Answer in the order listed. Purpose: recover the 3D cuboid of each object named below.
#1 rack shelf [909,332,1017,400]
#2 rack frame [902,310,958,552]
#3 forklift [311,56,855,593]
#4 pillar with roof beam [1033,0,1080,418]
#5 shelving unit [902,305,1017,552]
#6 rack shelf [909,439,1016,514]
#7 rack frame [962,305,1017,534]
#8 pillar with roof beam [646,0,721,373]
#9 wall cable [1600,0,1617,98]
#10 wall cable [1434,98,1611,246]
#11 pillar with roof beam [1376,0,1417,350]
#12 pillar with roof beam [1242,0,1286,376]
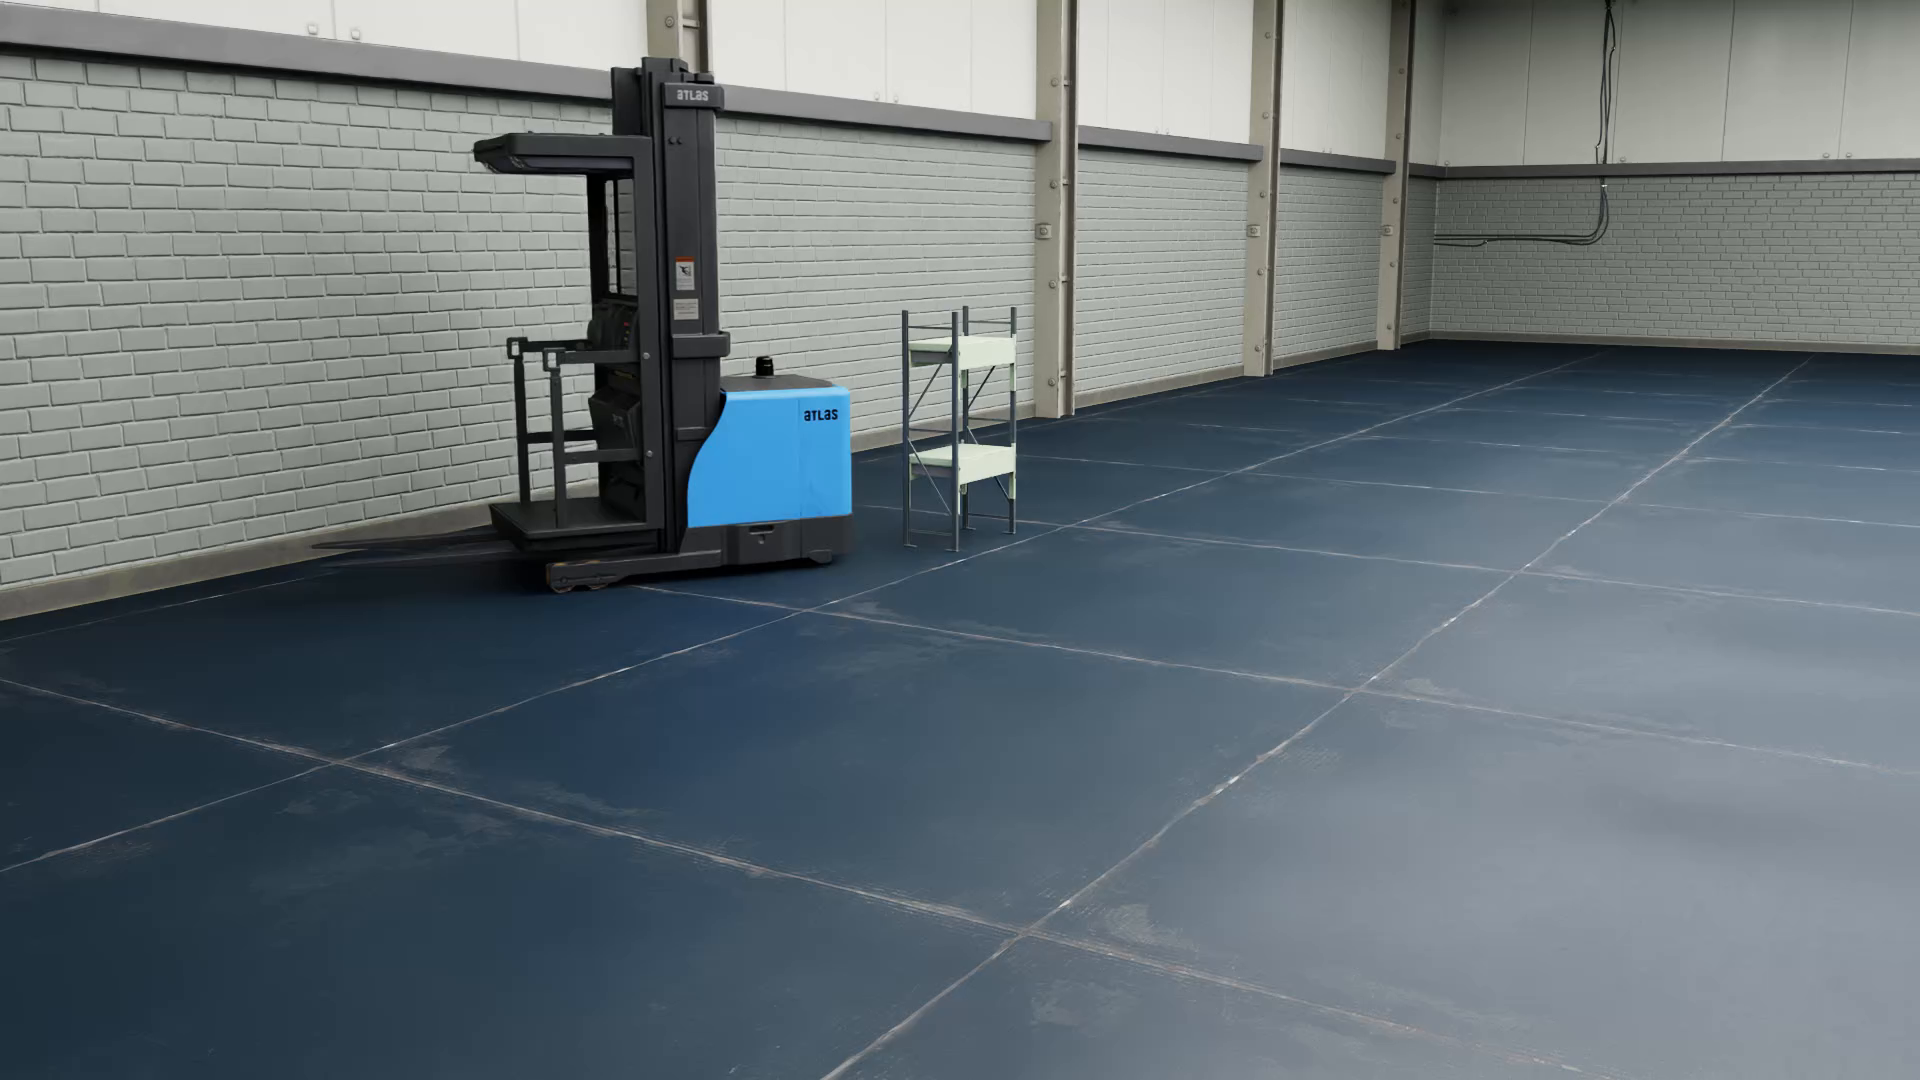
[{"bbox_3d":[0.003,-1.122,10.664,0.431,0.370,0.720,6,12,31],"label":"rack shelf"},{"bbox_3d":[-0.187,-0.681,10.429,0.400,1.500,0.023,6,12,31],"label":"rack frame"},{"bbox_3d":[-2.196,-1.256,9.614,3.031,2.935,1.130,-5,12,-26],"label":"forklift"},{"bbox_3d":[4.700,-5.367,15.081,9.100,9.000,0.400,6,12,31],"label":"pillar with roof beam"},{"bbox_3d":[0.003,-0.738,10.736,0.431,1.500,0.755,6,12,31],"label":"shelving unit"},{"bbox_3d":[0.003,-0.418,10.796,0.431,0.370,0.720,6,12,31],"label":"rack shelf"},{"bbox_3d":[0.193,-0.796,11.044,0.400,1.500,0.023,6,12,31],"label":"rack frame"},{"bbox_3d":[1.585,-4.423,10.041,9.100,9.000,0.400,6,12,31],"label":"pillar with roof beam"},{"bbox_3d":[12.223,-8.700,27.600,3.097,2.526,0.112,6,12,31],"label":"wall cable"},{"bbox_3d":[9.911,-6.476,29.445,3.097,2.526,0.112,6,12,31],"label":"wall cable"},{"bbox_3d":[10.930,-7.254,25.162,9.100,9.000,0.400,6,12,31],"label":"pillar with roof beam"},{"bbox_3d":[7.815,-6.310,20.122,9.100,9.000,0.400,6,12,31],"label":"pillar with roof beam"}]
